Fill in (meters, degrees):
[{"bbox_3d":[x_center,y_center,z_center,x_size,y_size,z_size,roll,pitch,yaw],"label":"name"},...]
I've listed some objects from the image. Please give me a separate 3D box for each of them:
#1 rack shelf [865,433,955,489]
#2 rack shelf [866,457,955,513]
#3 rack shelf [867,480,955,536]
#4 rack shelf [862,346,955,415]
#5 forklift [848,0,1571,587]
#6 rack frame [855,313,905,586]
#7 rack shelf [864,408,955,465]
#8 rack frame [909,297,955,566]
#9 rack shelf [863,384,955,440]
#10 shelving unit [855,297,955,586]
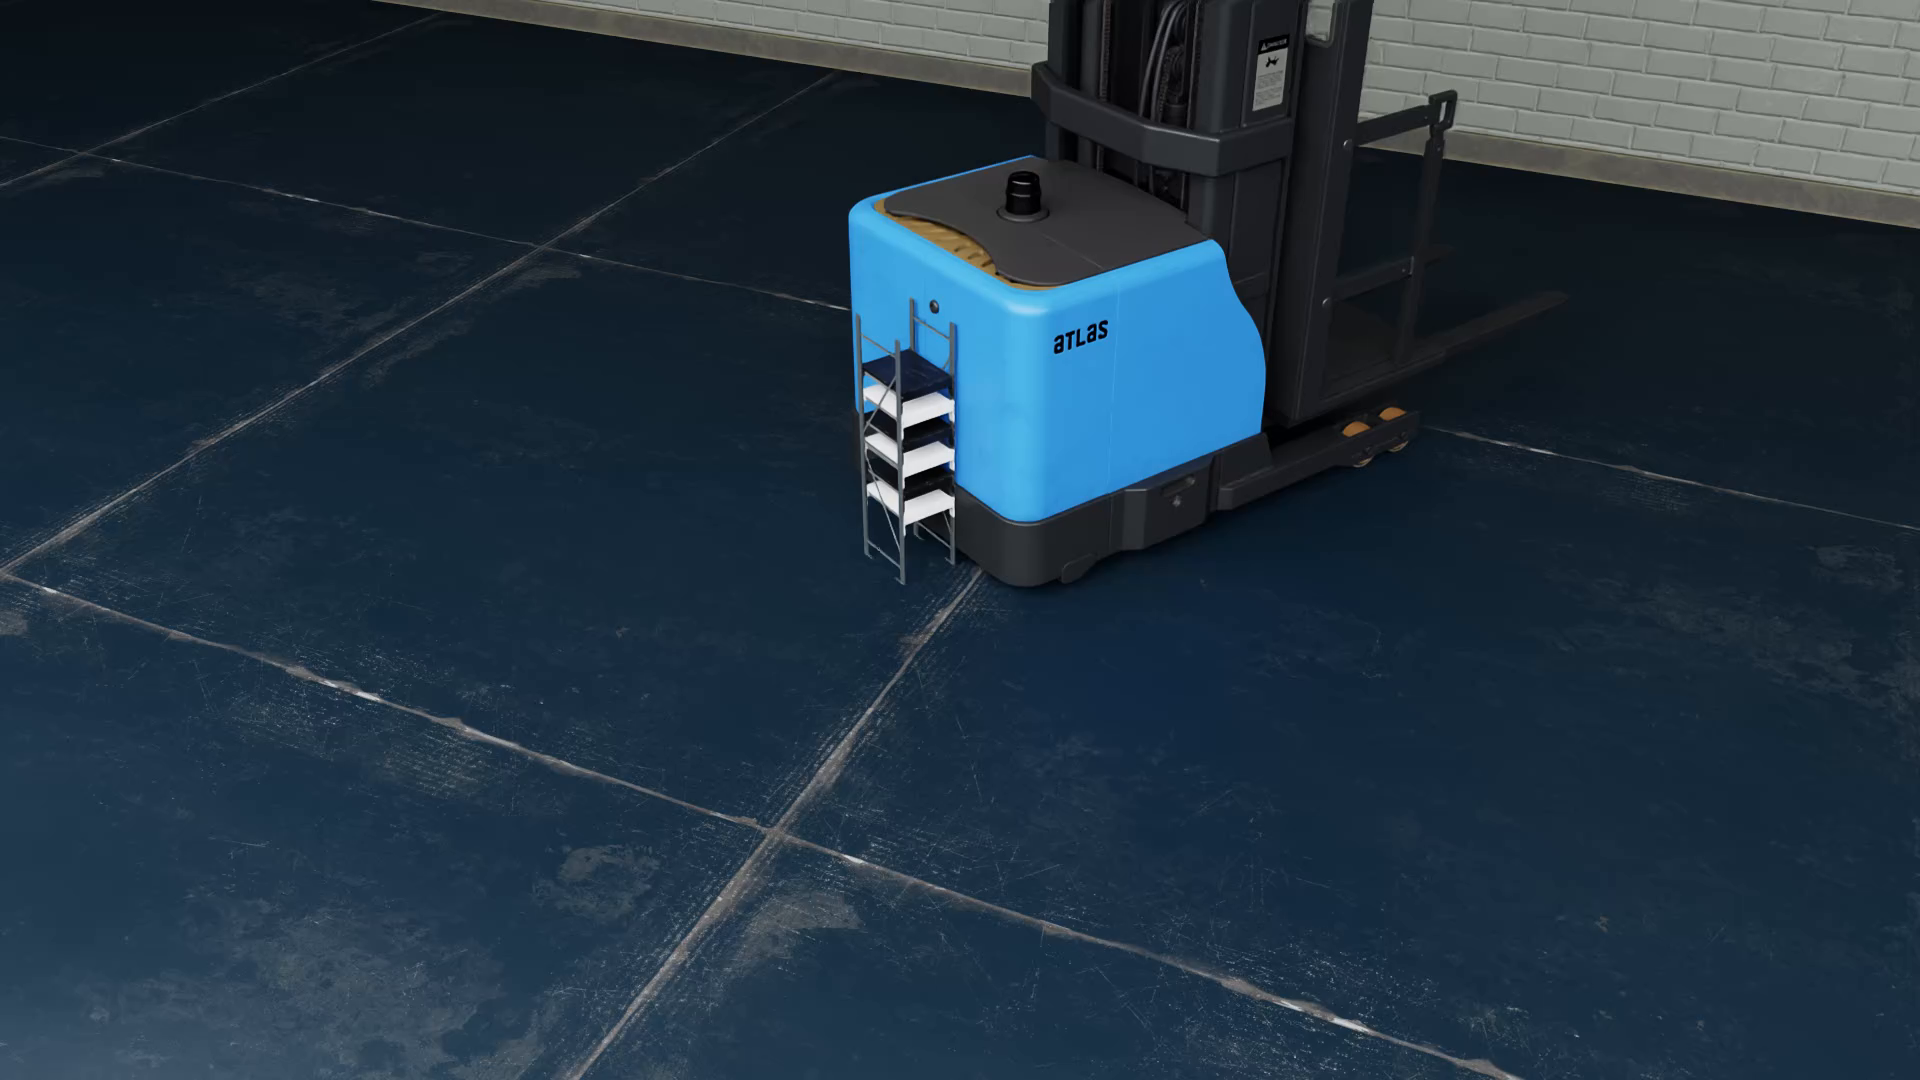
[{"bbox_3d":[-0.172,-0.282,5.420,0.200,0.077,0.258,-22,39,-29],"label":"rack shelf"},{"bbox_3d":[-0.172,-0.207,5.469,0.200,0.077,0.258,-22,39,-29],"label":"rack shelf"},{"bbox_3d":[-0.172,-0.131,5.519,0.200,0.077,0.258,-22,39,-29],"label":"rack shelf"},{"bbox_3d":[-0.172,-0.508,5.272,0.200,0.077,0.258,-22,39,-29],"label":"rack shelf"},{"bbox_3d":[1.107,-1.709,5.683,3.031,2.935,1.130,-22,39,-29],"label":"forklift"},{"bbox_3d":[-0.254,-0.277,5.352,0.006,0.900,0.240,-22,39,-29],"label":"rack frame"},{"bbox_3d":[-0.172,-0.357,5.371,0.200,0.077,0.258,-22,39,-29],"label":"rack shelf"},{"bbox_3d":[-0.089,-0.342,5.452,0.006,0.900,0.240,-22,39,-29],"label":"rack frame"},{"bbox_3d":[-0.172,-0.432,5.321,0.200,0.077,0.258,-22,39,-29],"label":"rack shelf"},{"bbox_3d":[-0.172,-0.310,5.402,0.210,0.900,0.258,-22,39,-29],"label":"shelving unit"}]
